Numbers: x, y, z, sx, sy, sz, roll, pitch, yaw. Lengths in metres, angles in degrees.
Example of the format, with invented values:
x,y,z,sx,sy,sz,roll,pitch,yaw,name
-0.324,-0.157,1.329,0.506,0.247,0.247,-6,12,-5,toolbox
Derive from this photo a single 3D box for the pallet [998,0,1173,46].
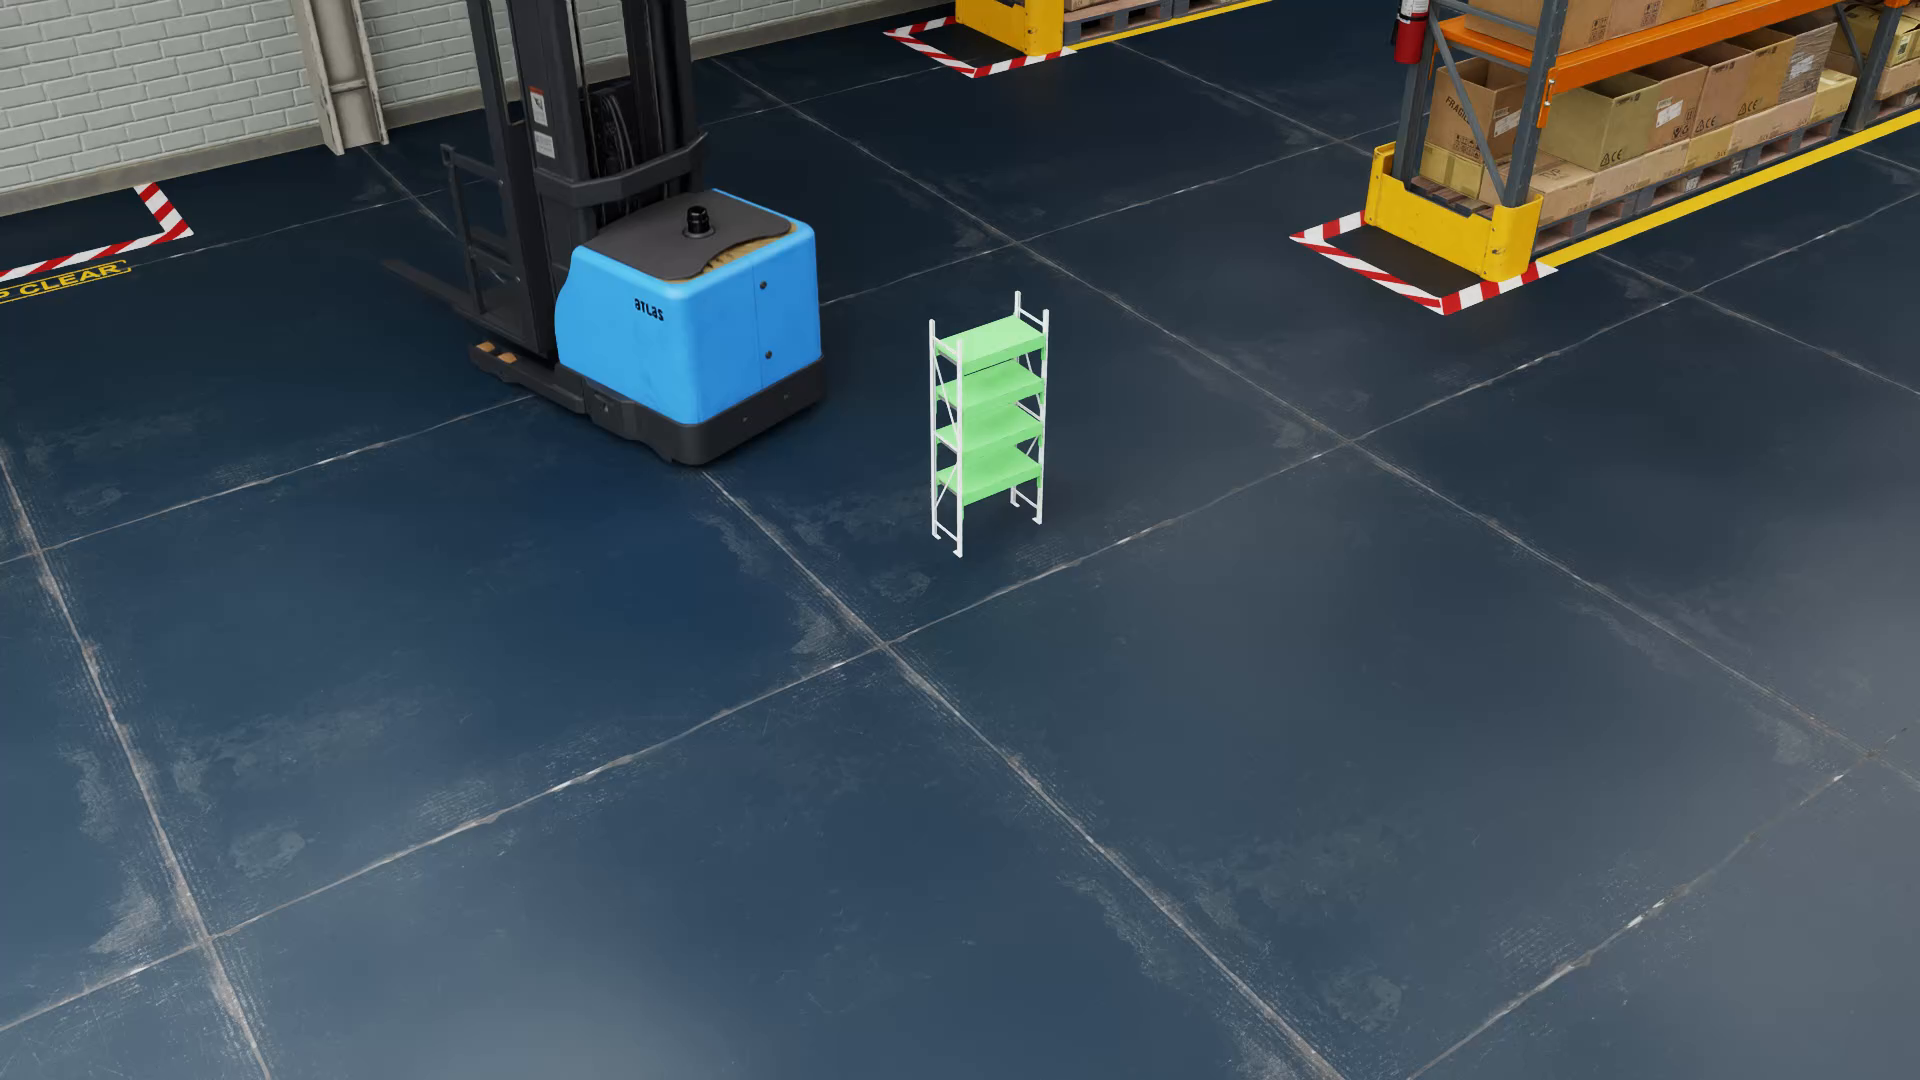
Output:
x,y,z,sx,sy,sz,roll,pitch,yaw,name
1.095,-4.690,14.590,1.213,0.211,1.003,-22,41,-28,pallet

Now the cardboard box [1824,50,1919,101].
x,y,z,sx,sy,sz,roll,pitch,yaw,name
6.948,-3.594,12.673,0.500,0.250,0.500,-23,42,-29,cardboard box

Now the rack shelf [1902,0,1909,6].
x,y,z,sx,sy,sz,roll,pitch,yaw,name
8.110,-4.903,13.114,4.000,0.370,1.077,-22,41,-28,rack shelf

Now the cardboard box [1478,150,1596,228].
x,y,z,sx,sy,sz,roll,pitch,yaw,name
3.772,-2.305,10.881,0.500,0.250,0.500,-22,41,-28,cardboard box

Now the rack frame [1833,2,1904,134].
x,y,z,sx,sy,sz,roll,pitch,yaw,name
6.475,-4.522,11.969,0.127,3.000,1.000,-22,41,-28,rack frame

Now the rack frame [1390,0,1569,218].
x,y,z,sx,sy,sz,roll,pitch,yaw,name
3.206,-3.177,10.098,0.127,3.000,1.000,-22,41,-28,rack frame

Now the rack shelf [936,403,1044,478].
x,y,z,sx,sy,sz,roll,pitch,yaw,name
0.135,-0.491,8.014,0.480,0.148,0.258,-22,41,-28,rack shelf

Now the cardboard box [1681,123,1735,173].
x,y,z,sx,sy,sz,roll,pitch,yaw,name
4.999,-2.809,11.582,0.500,0.250,0.500,-22,41,-28,cardboard box

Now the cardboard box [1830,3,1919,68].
x,y,z,sx,sy,sz,roll,pitch,yaw,name
6.956,-3.824,12.513,0.500,0.311,0.500,-22,41,-28,cardboard box

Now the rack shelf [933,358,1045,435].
x,y,z,sx,sy,sz,roll,pitch,yaw,name
0.135,-0.686,7.874,0.480,0.148,0.258,-22,41,-28,rack shelf

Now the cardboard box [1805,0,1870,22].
x,y,z,sx,sy,sz,roll,pitch,yaw,name
6.641,-4.077,12.865,0.500,0.311,0.500,-22,41,-28,cardboard box

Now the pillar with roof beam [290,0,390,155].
x,y,z,sx,sy,sz,roll,pitch,yaw,name
-2.002,-4.551,6.870,0.400,9.000,9.100,-22,41,-28,pillar with roof beam

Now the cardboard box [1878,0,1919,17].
x,y,z,sx,sy,sz,roll,pitch,yaw,name
7.369,-3.990,12.744,0.500,0.311,0.500,-23,42,-28,cardboard box

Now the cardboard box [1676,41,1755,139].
x,y,z,sx,sy,sz,roll,pitch,yaw,name
5.000,-3.113,11.362,0.500,0.500,0.500,-22,41,-28,cardboard box

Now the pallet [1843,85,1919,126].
x,y,z,sx,sy,sz,roll,pitch,yaw,name
7.055,-3.657,13.153,1.213,0.211,1.003,-22,41,-28,pallet

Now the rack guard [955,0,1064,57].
x,y,z,sx,sy,sz,roll,pitch,yaw,name
0.411,-4.550,14.149,0.348,0.500,1.175,-22,41,-28,rack guard

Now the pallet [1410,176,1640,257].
x,y,z,sx,sy,sz,roll,pitch,yaw,name
3.806,-2.322,11.297,1.213,0.211,1.003,-22,41,-28,pallet

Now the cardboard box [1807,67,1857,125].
x,y,z,sx,sy,sz,roll,pitch,yaw,name
6.222,-3.316,12.287,0.500,0.250,0.500,-22,41,-28,cardboard box

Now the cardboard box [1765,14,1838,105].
x,y,z,sx,sy,sz,roll,pitch,yaw,name
5.807,-3.458,11.842,0.500,0.500,0.500,-22,41,-28,cardboard box

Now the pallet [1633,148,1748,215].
x,y,z,sx,sy,sz,roll,pitch,yaw,name
4.803,-2.730,11.865,1.213,0.211,1.003,-22,41,-28,pallet

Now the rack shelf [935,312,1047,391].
x,y,z,sx,sy,sz,roll,pitch,yaw,name
0.135,-0.881,7.734,0.480,0.148,0.258,-22,41,-28,rack shelf

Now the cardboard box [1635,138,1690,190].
x,y,z,sx,sy,sz,roll,pitch,yaw,name
4.588,-2.643,11.351,0.500,0.250,0.500,-22,41,-28,cardboard box

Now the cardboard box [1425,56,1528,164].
x,y,z,sx,sy,sz,roll,pitch,yaw,name
3.472,-2.858,11.007,0.500,0.500,0.500,-22,41,-28,cardboard box

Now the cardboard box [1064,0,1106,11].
x,y,z,sx,sy,sz,roll,pitch,yaw,name
0.966,-4.816,14.304,0.500,0.311,0.500,-28,44,-33,cardboard box

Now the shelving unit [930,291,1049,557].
x,y,z,sx,sy,sz,roll,pitch,yaw,name
0.135,-0.543,7.977,0.503,1.200,0.258,-22,41,-28,shelving unit

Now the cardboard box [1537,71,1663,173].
x,y,z,sx,sy,sz,roll,pitch,yaw,name
4.180,-2.779,10.897,0.500,0.500,0.500,-22,41,-28,cardboard box

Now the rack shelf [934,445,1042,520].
x,y,z,sx,sy,sz,roll,pitch,yaw,name
0.135,-0.296,8.155,0.480,0.148,0.258,-22,41,-28,rack shelf

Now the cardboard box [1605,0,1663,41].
x,y,z,sx,sy,sz,roll,pitch,yaw,name
4.021,-3.547,10.527,0.500,0.500,0.700,-21,41,-27,cardboard box

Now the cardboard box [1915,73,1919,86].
x,y,z,sx,sy,sz,roll,pitch,yaw,name
7.366,-3.765,12.911,0.500,0.250,0.500,-21,41,-27,cardboard box

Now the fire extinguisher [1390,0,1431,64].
x,y,z,sx,sy,sz,roll,pitch,yaw,name
2.841,-3.327,10.373,0.183,0.674,0.296,-22,41,-28,fire extinguisher

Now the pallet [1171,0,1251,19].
x,y,z,sx,sy,sz,roll,pitch,yaw,name
2.092,-5.097,15.157,1.213,0.211,1.003,-22,41,-28,pallet

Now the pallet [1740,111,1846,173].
x,y,z,sx,sy,sz,roll,pitch,yaw,name
5.801,-3.143,12.439,1.213,0.211,1.003,-22,41,-28,pallet

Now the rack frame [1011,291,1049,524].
x,y,z,sx,sy,sz,roll,pitch,yaw,name
0.335,-0.625,8.091,0.015,1.200,0.240,-22,41,-28,rack frame

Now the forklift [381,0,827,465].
x,y,z,sx,sy,sz,roll,pitch,yaw,name
-2.197,-2.300,8.938,3.031,2.935,1.130,26,43,32,forklift

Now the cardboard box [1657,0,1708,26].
x,y,z,sx,sy,sz,roll,pitch,yaw,name
4.430,-3.711,10.756,0.500,0.500,0.700,-22,41,-28,cardboard box

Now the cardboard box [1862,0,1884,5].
x,y,z,sx,sy,sz,roll,pitch,yaw,name
7.063,-4.255,13.112,0.500,0.311,0.500,-21,41,-27,cardboard box

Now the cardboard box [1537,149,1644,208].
x,y,z,sx,sy,sz,roll,pitch,yaw,name
4.179,-2.475,11.118,0.500,0.250,0.500,-22,41,-28,cardboard box

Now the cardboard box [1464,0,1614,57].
x,y,z,sx,sy,sz,roll,pitch,yaw,name
3.594,-3.368,10.279,0.500,0.500,0.700,-22,41,-28,cardboard box

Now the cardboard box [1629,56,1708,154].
x,y,z,sx,sy,sz,roll,pitch,yaw,name
4.581,-2.953,11.140,0.500,0.500,0.500,-22,41,-28,cardboard box

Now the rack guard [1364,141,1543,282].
x,y,z,sx,sy,sz,roll,pitch,yaw,name
3.186,-2.154,10.816,0.348,0.500,1.175,-22,41,-28,rack guard

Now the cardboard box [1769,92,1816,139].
x,y,z,sx,sy,sz,roll,pitch,yaw,name
5.808,-3.153,12.060,0.500,0.250,0.500,-22,41,-28,cardboard box

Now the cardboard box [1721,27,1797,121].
x,y,z,sx,sy,sz,roll,pitch,yaw,name
5.400,-3.288,11.605,0.500,0.500,0.500,-22,41,-28,cardboard box

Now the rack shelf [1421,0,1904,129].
x,y,z,sx,sy,sz,roll,pitch,yaw,name
4.840,-3.557,11.243,4.000,0.370,1.077,-22,41,-28,rack shelf

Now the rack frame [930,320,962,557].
x,y,z,sx,sy,sz,roll,pitch,yaw,name
-0.064,-0.461,7.863,0.015,1.200,0.240,-22,41,-28,rack frame

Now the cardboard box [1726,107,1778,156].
x,y,z,sx,sy,sz,roll,pitch,yaw,name
5.407,-2.977,11.816,0.500,0.250,0.500,-22,41,-28,cardboard box

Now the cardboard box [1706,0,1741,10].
x,y,z,sx,sy,sz,roll,pitch,yaw,name
4.858,-3.890,11.004,0.500,0.500,0.700,-21,41,-27,cardboard box

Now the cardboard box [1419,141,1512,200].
x,y,z,sx,sy,sz,roll,pitch,yaw,name
3.474,-2.552,11.225,0.500,0.250,0.500,-22,41,-28,cardboard box
